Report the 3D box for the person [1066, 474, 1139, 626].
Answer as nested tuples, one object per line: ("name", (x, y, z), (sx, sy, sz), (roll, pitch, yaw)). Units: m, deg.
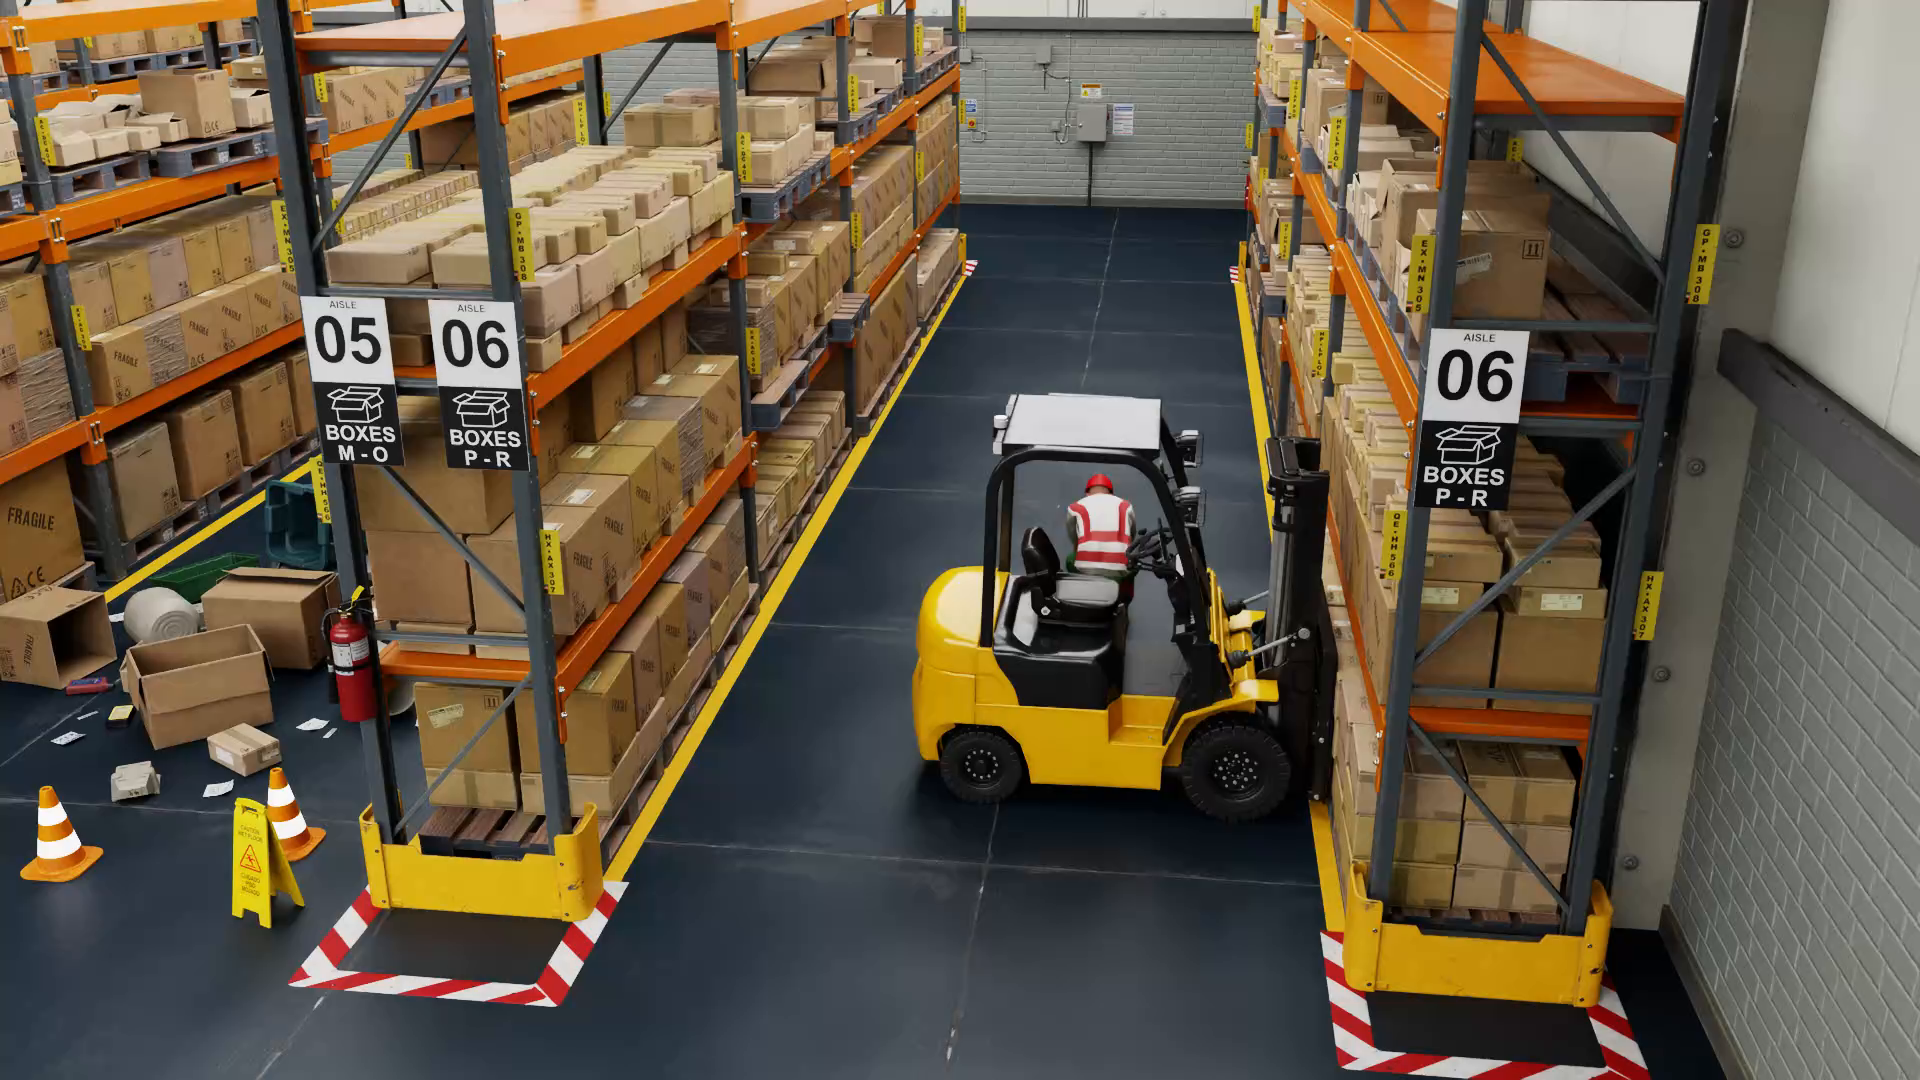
("person", (1.016, 0.109, 11.888), (0.534, 0.990, 0.911), (2, 21, 5))
